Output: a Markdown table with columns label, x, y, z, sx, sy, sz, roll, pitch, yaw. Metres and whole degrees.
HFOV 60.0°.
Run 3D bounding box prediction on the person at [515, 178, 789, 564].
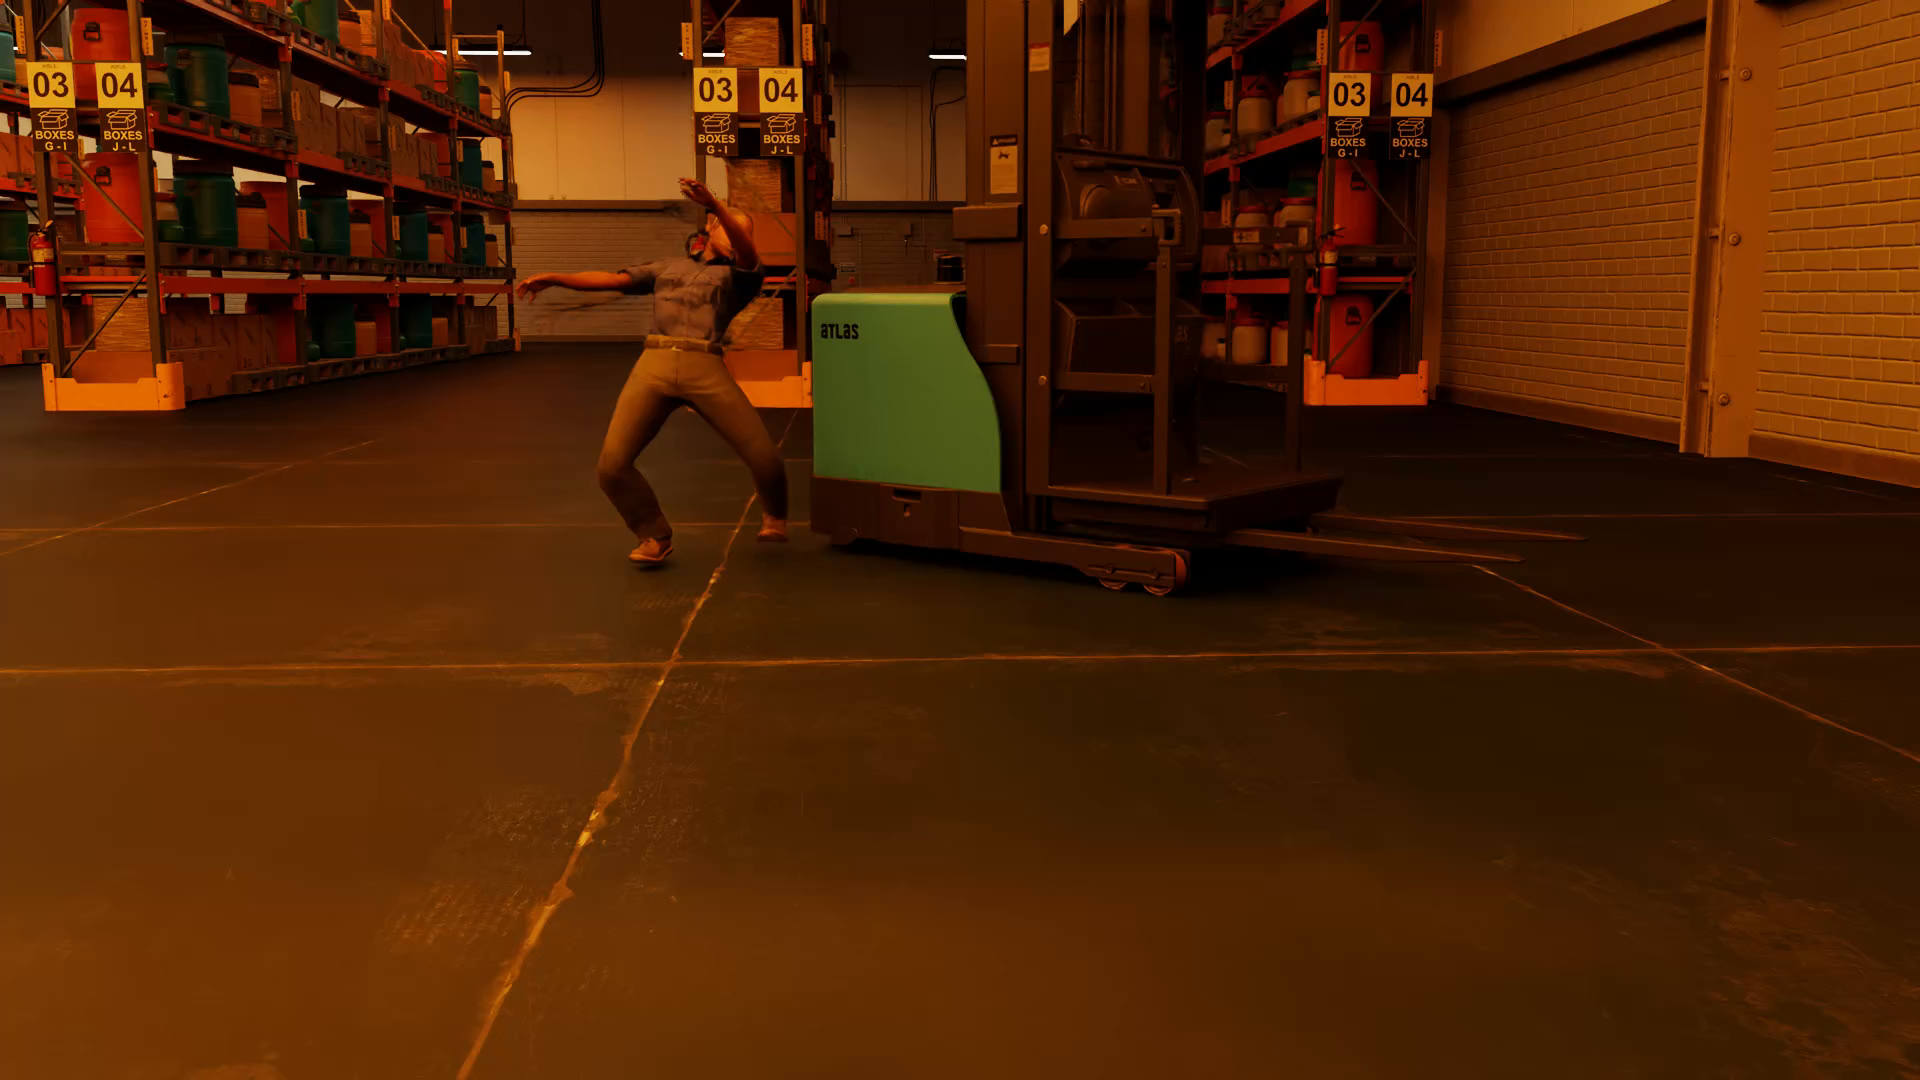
| label | x | y | z | sx | sy | sz | roll | pitch | yaw |
| --- | --- | --- | --- | --- | --- | --- | --- | --- | --- |
| person | -1.188 | -0.642 | 6.500 | 1.015 | 1.471 | 0.686 | -1 | 8 | -5 |

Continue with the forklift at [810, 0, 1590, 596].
| label | x | y | z | sx | sy | sz | roll | pitch | yaw |
| --- | --- | --- | --- | --- | --- | --- | --- | --- | --- |
| forklift | 0.827 | -1.338 | 6.340 | 3.031 | 2.935 | 1.130 | 7 | 11 | 38 |
